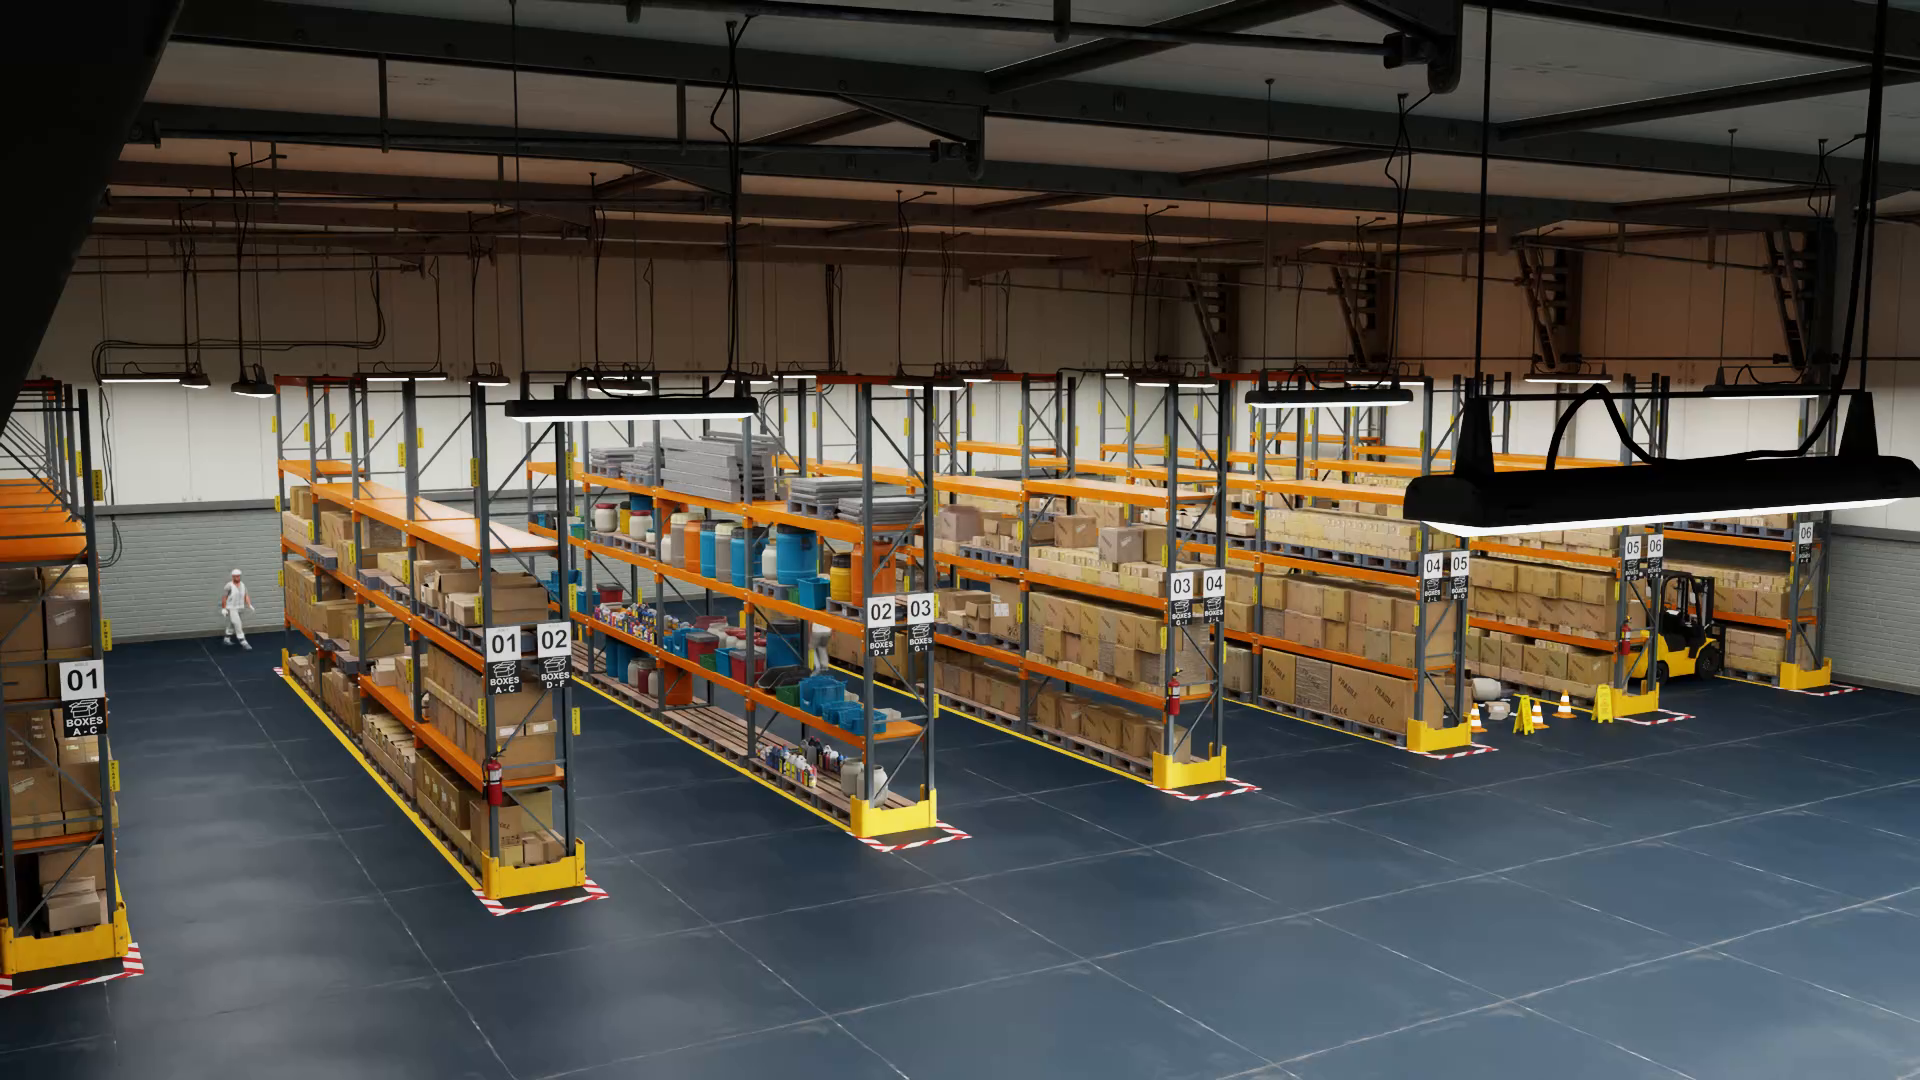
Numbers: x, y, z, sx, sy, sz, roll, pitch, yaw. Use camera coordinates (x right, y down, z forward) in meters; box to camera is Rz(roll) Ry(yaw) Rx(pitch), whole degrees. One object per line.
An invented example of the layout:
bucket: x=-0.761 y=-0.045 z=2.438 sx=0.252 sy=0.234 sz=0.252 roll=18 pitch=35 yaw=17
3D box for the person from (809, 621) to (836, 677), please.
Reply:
person: x=-2.675 y=1.769 z=32.123 sx=0.572 sy=1.727 sz=0.556 roll=-3 pitch=7 yaw=-24

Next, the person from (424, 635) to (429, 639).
person: x=-11.530 y=1.473 z=36.986 sx=1.035 sy=1.625 sz=0.471 roll=0 pitch=6 yaw=-4

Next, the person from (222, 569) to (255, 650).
person: x=-15.699 y=1.490 z=36.123 sx=1.098 sy=1.719 sz=0.576 roll=3 pitch=7 yaw=26
